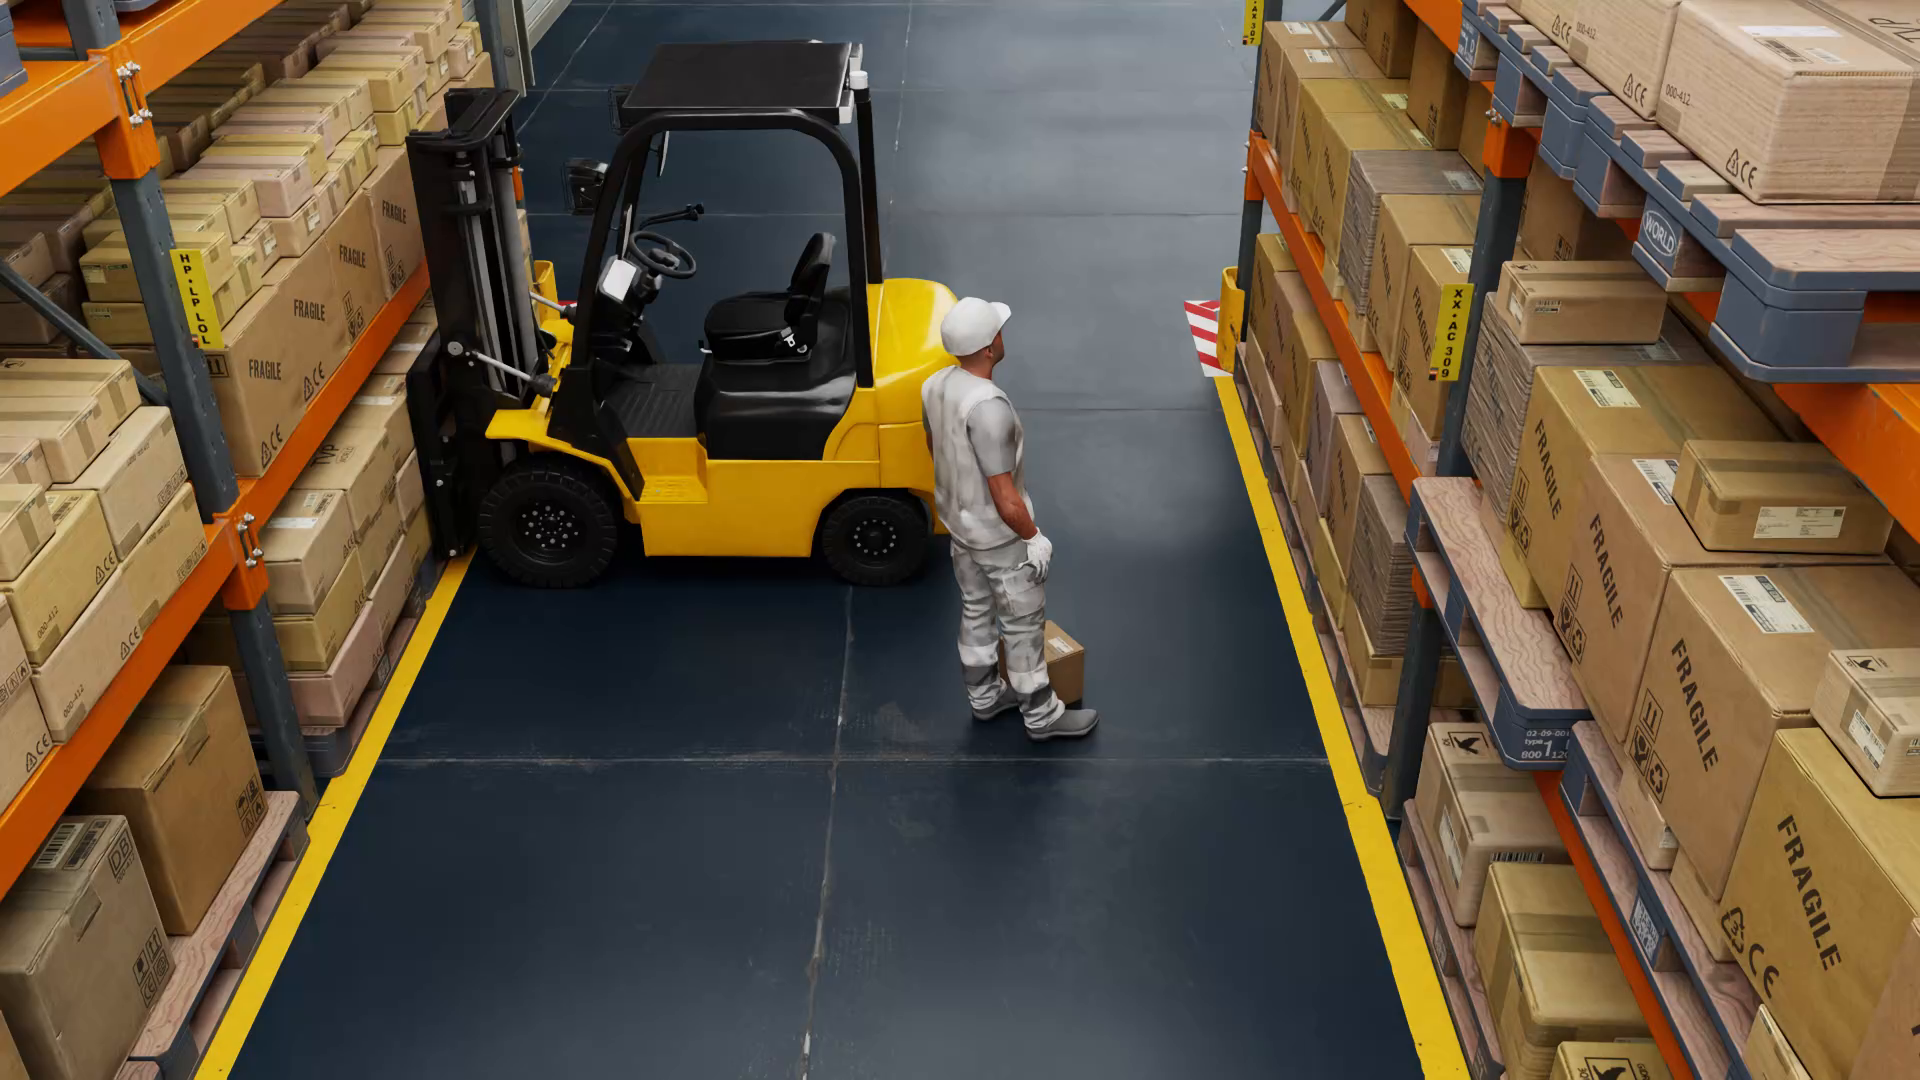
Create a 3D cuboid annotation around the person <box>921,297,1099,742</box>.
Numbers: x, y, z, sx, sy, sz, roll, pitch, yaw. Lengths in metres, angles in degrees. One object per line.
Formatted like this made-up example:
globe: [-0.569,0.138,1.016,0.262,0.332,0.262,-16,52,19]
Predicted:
person: [0.178,-0.081,6.226,0.565,1.787,0.638,-16,35,-25]
